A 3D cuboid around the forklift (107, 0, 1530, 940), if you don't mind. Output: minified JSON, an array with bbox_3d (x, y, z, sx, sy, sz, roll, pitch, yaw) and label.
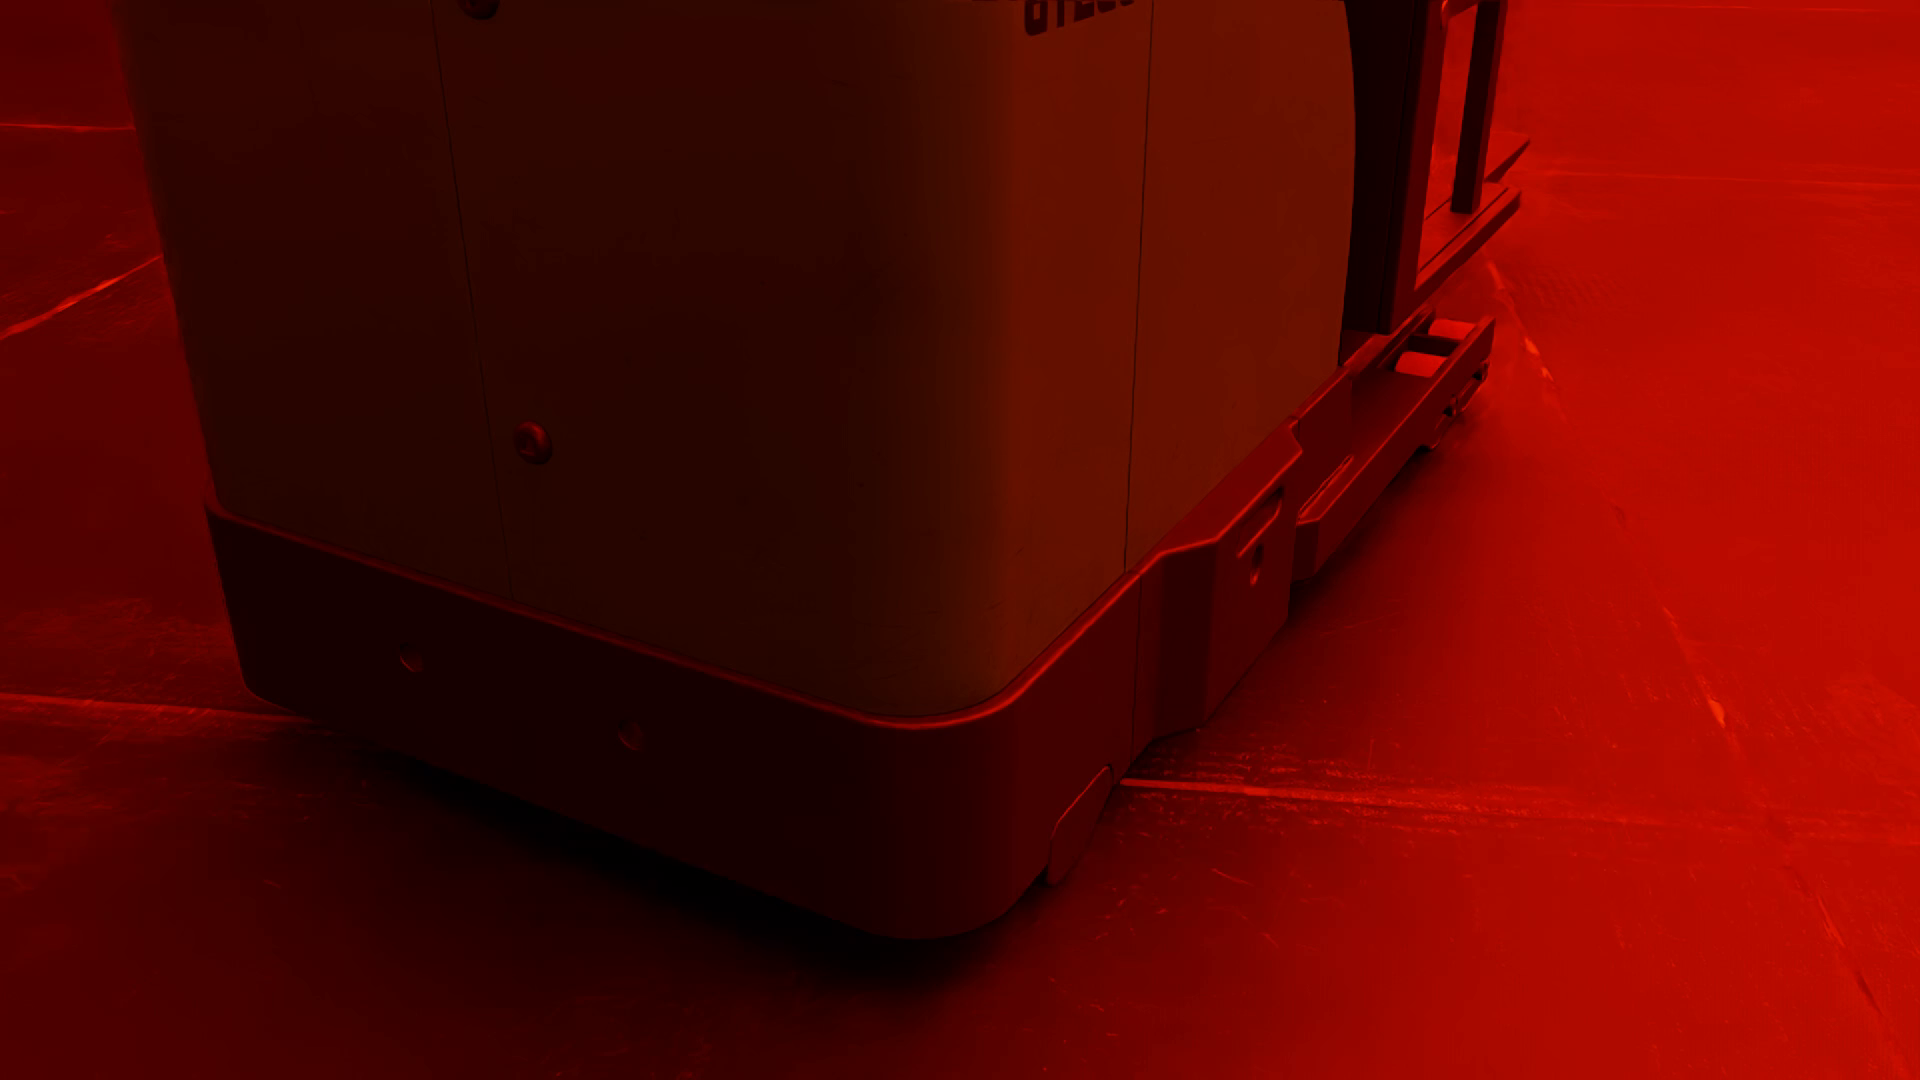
[{"bbox_3d":[0.293,-1.553,2.330,1.130,2.935,3.031,14,30,26],"label":"forklift"}]
